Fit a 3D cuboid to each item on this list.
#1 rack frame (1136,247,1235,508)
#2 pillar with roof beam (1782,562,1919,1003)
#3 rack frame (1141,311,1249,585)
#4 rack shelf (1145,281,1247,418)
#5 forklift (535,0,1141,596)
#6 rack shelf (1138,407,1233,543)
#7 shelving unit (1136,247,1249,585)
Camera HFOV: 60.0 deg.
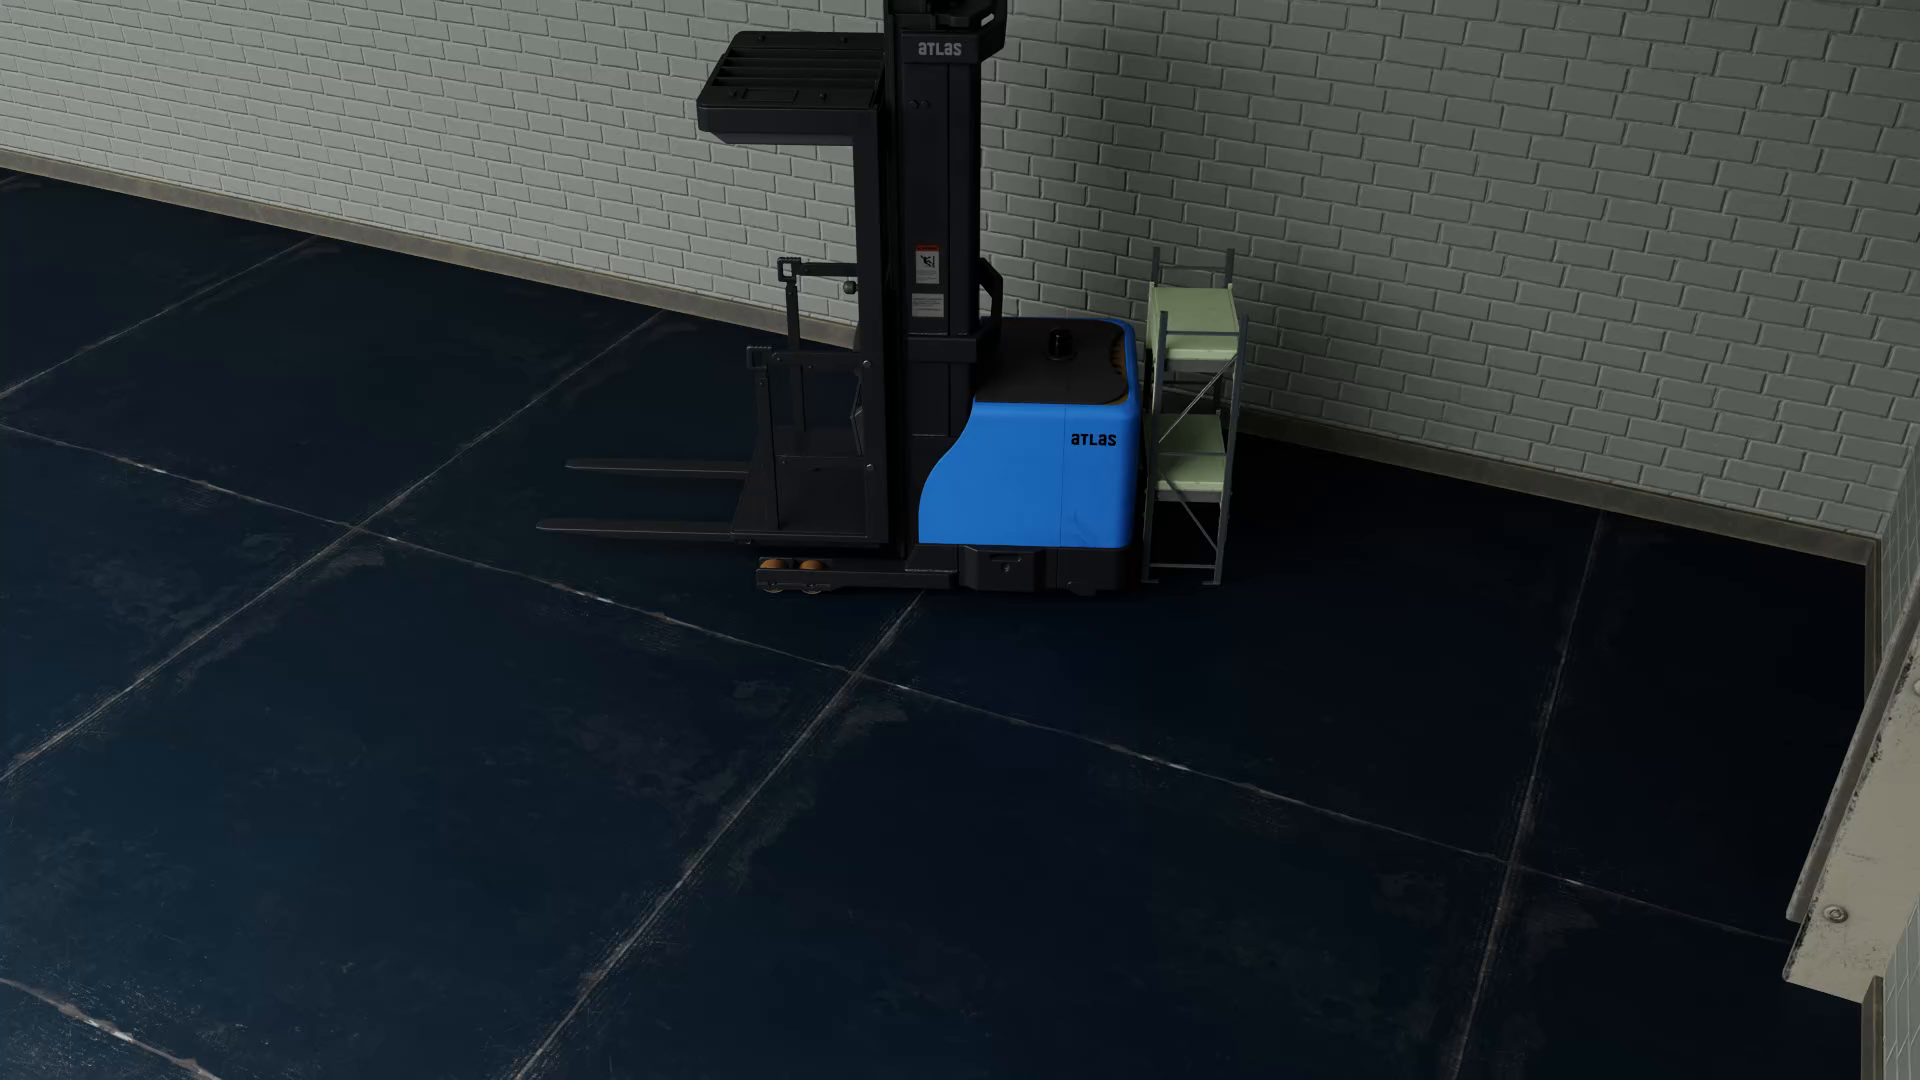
[{"bbox_3d":[1.155,-0.812,8.620,0.400,1.500,0.023,2,33,2],"label":"rack frame"},{"bbox_3d":[-0.603,-3.165,5.371,9.100,9.000,0.400,14,36,20],"label":"pillar with roof beam"},{"bbox_3d":[1.117,-0.411,8.009,0.400,1.500,0.023,2,33,2],"label":"rack frame"},{"bbox_3d":[1.136,-0.938,8.100,0.431,0.370,0.720,2,33,2],"label":"rack shelf"},{"bbox_3d":[-0.628,-1.243,7.973,3.031,2.935,1.130,2,33,2],"label":"forklift"},{"bbox_3d":[1.136,-0.339,8.493,0.431,0.370,0.720,2,33,2],"label":"rack shelf"},{"bbox_3d":[1.136,-0.611,8.314,0.431,1.500,0.755,2,33,2],"label":"shelving unit"}]
